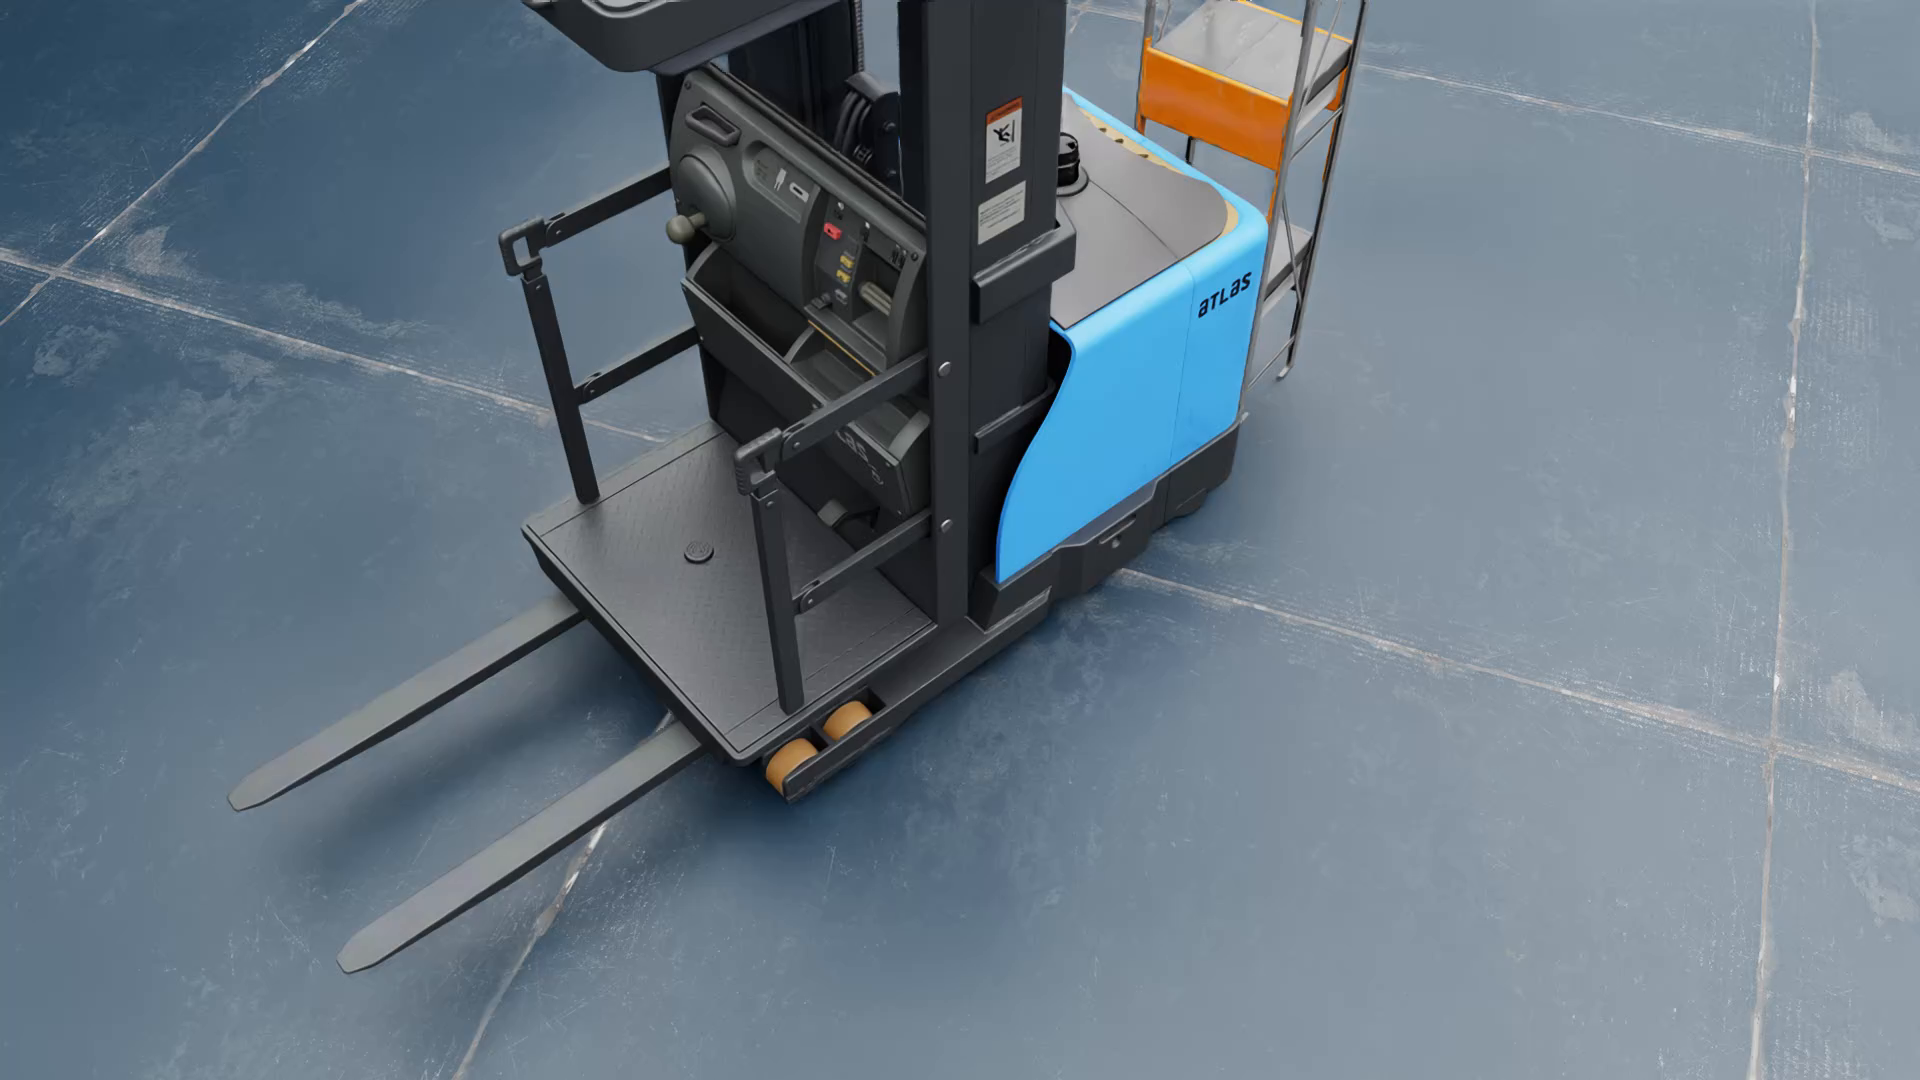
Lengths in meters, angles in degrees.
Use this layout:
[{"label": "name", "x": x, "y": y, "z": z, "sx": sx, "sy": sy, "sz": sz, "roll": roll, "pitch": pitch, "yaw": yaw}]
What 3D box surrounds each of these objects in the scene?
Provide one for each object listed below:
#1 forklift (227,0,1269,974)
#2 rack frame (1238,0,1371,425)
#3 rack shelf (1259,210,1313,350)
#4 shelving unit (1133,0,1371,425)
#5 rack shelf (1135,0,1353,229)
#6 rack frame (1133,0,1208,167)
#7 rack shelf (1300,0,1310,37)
[{"label": "forklift", "x": -0.567, "y": -0.698, "z": 3.915, "sx": 3.031, "sy": 2.935, "sz": 1.130, "roll": -33, "pitch": 57, "yaw": -25}, {"label": "rack frame", "x": 1.041, "y": -1.185, "z": 4.884, "sx": 0.015, "sy": 2.100, "sz": 0.400, "roll": 29, "pitch": 54, "yaw": 23}, {"label": "rack shelf", "x": 0.840, "y": -0.822, "z": 5.514, "sx": 0.480, "sy": 0.518, "sz": 0.431, "roll": 29, "pitch": 54, "yaw": 23}, {"label": "shelving unit", "x": 0.845, "y": -1.294, "z": 4.979, "sx": 0.503, "sy": 2.100, "sz": 0.431, "roll": 29, "pitch": 54, "yaw": 23}, {"label": "rack shelf", "x": 0.845, "y": -1.285, "z": 4.989, "sx": 0.480, "sy": 0.518, "sz": 0.431, "roll": 29, "pitch": 54, "yaw": 23}, {"label": "rack frame", "x": 0.648, "y": -1.404, "z": 5.074, "sx": 0.015, "sy": 2.100, "sz": 0.400, "roll": 29, "pitch": 54, "yaw": 23}, {"label": "rack shelf", "x": 0.849, "y": -1.748, "z": 4.464, "sx": 0.480, "sy": 0.518, "sz": 0.431, "roll": 29, "pitch": 54, "yaw": 23}]
